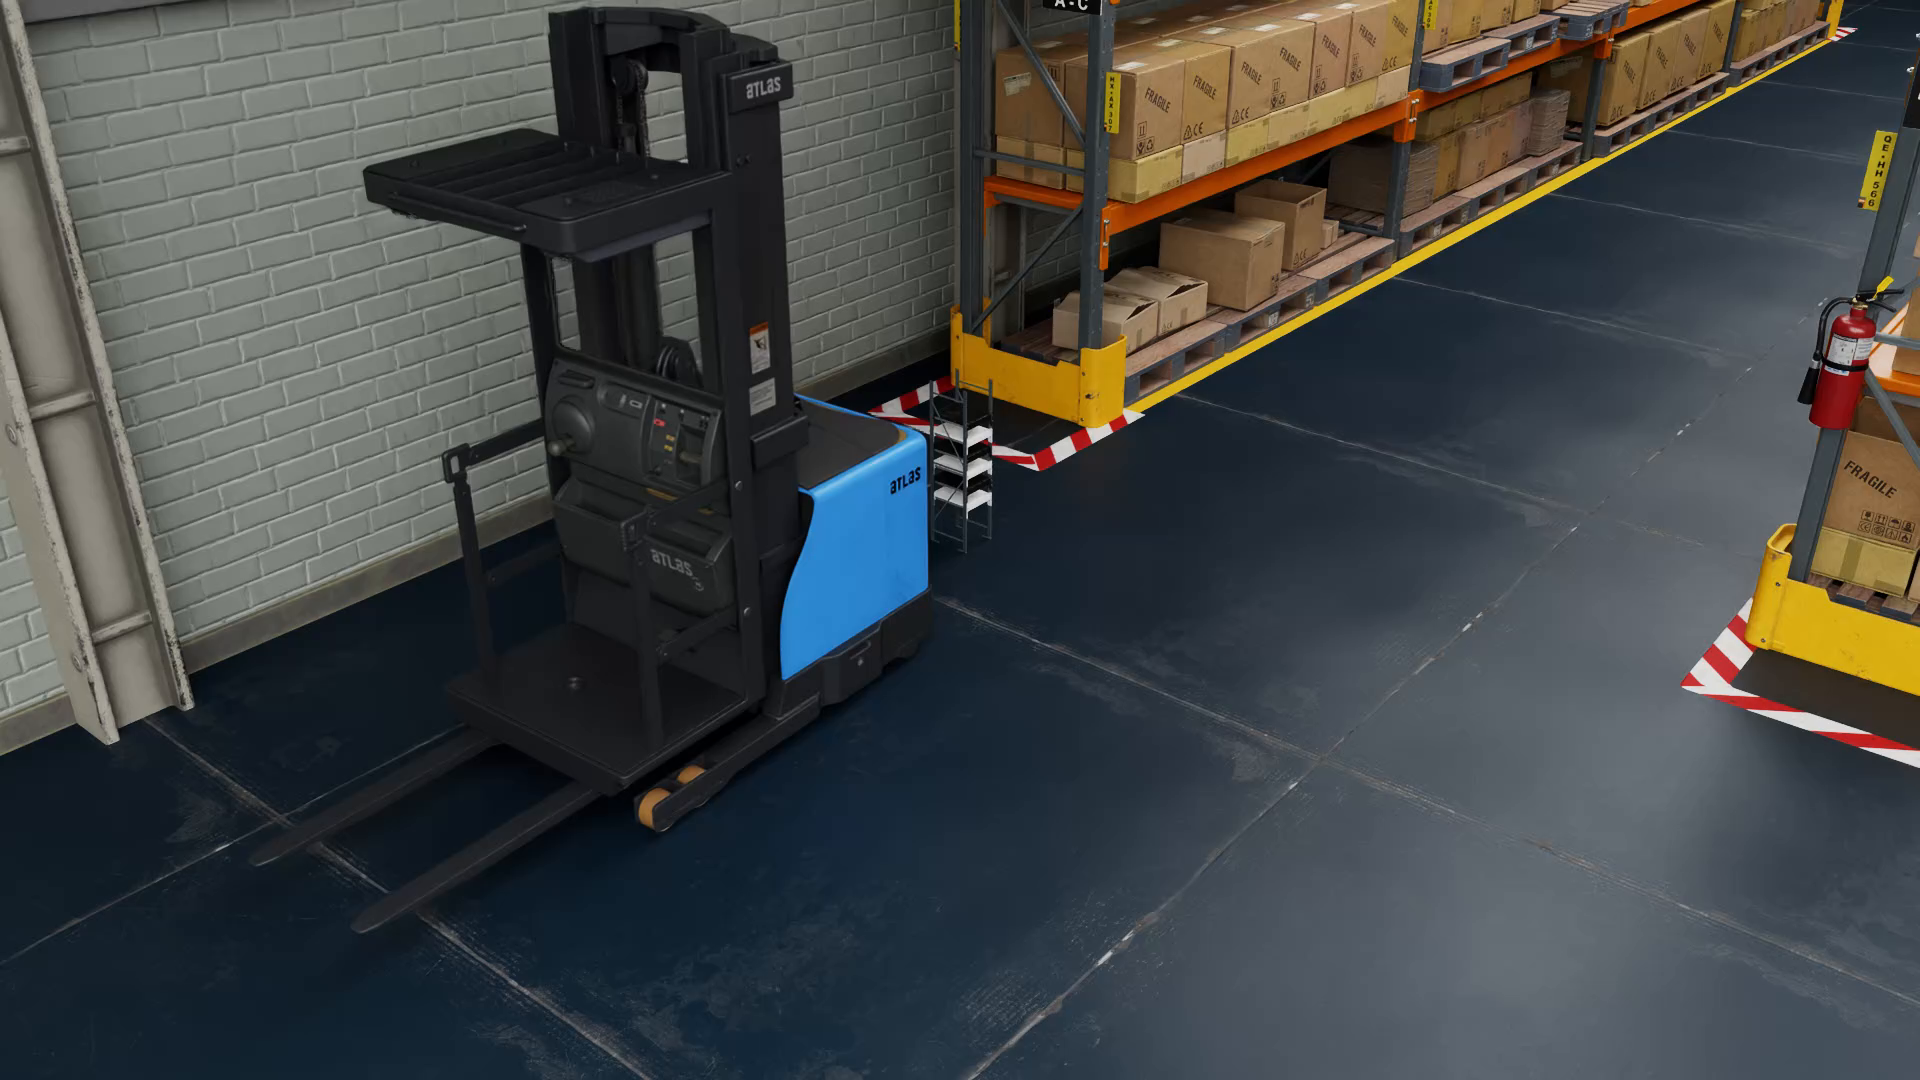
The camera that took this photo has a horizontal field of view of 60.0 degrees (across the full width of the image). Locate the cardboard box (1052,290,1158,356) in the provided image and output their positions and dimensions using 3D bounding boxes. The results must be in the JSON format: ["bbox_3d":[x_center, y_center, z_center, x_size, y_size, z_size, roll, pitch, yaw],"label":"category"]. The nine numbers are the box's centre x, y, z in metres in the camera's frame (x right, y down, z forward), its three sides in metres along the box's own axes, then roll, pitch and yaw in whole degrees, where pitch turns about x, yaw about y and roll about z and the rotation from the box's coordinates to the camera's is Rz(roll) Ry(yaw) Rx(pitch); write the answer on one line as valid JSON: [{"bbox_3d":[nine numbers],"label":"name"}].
[{"bbox_3d":[0.934,-1.422,10.681,0.500,0.311,0.500,17,32,29],"label":"cardboard box"}]

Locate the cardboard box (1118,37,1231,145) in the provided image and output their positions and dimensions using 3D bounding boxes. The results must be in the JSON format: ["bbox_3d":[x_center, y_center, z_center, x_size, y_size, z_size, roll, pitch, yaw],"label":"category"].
[{"bbox_3d":[1.282,-2.731,10.089,0.500,0.500,0.500,21,34,35],"label":"cardboard box"}]

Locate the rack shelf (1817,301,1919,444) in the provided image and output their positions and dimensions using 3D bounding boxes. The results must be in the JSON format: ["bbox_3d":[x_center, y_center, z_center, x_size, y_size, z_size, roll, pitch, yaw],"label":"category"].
[{"bbox_3d":[5.521,-1.145,8.481,1.077,0.370,4.000,21,34,34],"label":"rack shelf"}]

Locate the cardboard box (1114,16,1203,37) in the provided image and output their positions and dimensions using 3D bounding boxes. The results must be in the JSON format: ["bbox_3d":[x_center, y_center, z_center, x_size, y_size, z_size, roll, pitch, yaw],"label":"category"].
[{"bbox_3d":[1.213,-3.066,10.738,0.500,0.500,0.500,20,33,33],"label":"cardboard box"}]

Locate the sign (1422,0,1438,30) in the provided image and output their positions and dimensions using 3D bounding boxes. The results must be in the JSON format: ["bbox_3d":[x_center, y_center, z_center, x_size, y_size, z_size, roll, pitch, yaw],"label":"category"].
[{"bbox_3d":[3.392,-3.848,11.982,0.100,0.325,0.005,21,34,34],"label":"sign"}]

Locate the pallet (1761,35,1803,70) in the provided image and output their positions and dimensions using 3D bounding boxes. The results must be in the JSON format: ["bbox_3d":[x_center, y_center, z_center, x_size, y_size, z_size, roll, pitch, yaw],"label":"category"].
[{"bbox_3d":[9.377,-5.899,19.923,1.003,0.211,1.213,21,34,34],"label":"pallet"}]

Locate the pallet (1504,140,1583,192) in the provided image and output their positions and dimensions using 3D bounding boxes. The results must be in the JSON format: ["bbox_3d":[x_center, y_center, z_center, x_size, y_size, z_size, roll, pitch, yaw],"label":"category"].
[{"bbox_3d":[5.015,-3.523,15.330,1.003,0.211,1.213,21,34,34],"label":"pallet"}]

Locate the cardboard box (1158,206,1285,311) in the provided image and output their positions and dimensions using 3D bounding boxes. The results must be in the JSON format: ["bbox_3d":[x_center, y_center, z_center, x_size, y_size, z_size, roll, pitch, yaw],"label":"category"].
[{"bbox_3d":[1.802,-1.953,11.503,0.700,0.500,0.500,18,33,31],"label":"cardboard box"}]

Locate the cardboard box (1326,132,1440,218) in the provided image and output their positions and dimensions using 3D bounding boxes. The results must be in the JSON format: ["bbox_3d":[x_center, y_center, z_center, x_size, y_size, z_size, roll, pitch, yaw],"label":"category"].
[{"bbox_3d":[3.424,-2.971,13.469,0.700,0.500,0.500,22,35,36],"label":"cardboard box"}]

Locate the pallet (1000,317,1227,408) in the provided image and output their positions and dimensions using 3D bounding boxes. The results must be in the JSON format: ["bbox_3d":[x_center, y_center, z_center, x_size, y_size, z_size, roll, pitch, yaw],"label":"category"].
[{"bbox_3d":[1.017,-1.268,10.971,1.003,0.211,1.213,21,34,34],"label":"pallet"}]

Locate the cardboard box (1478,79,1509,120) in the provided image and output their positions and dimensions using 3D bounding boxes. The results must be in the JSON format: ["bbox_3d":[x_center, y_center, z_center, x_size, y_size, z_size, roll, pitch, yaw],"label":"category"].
[{"bbox_3d":[4.361,-3.818,14.291,0.500,0.250,0.500,21,34,34],"label":"cardboard box"}]

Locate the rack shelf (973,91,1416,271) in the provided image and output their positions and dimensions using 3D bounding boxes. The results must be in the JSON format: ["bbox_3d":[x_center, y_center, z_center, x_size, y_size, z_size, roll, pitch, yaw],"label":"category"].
[{"bbox_3d":[1.696,-2.591,11.277,1.077,0.370,4.000,21,34,34],"label":"rack shelf"}]

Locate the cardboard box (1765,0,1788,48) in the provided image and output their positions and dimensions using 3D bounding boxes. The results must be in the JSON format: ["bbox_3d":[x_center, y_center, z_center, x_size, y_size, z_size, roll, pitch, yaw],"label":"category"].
[{"bbox_3d":[9.262,-6.126,19.591,0.700,0.500,0.500,22,34,36],"label":"cardboard box"}]

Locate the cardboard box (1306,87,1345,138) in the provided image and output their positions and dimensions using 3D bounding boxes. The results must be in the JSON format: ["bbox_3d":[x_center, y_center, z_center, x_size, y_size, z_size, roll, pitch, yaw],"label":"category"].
[{"bbox_3d":[2.270,-2.948,11.326,0.500,0.250,0.500,21,34,34],"label":"cardboard box"}]

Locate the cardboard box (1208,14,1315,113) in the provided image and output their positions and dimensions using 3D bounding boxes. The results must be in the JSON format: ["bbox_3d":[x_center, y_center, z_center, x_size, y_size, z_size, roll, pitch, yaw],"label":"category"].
[{"bbox_3d":[1.935,-3.098,10.800,0.500,0.500,0.500,22,35,36],"label":"cardboard box"}]

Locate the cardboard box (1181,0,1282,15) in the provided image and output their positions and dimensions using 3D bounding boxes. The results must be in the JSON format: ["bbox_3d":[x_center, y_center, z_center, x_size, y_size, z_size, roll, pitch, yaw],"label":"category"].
[{"bbox_3d":[1.855,-3.432,11.445,0.500,0.500,0.500,22,34,36],"label":"cardboard box"}]

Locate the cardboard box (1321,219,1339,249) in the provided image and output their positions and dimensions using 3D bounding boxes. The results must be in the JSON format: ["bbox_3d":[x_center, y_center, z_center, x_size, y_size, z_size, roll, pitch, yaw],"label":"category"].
[{"bbox_3d":[2.651,-2.358,12.649,0.380,0.166,0.250,16,31,28],"label":"cardboard box"}]

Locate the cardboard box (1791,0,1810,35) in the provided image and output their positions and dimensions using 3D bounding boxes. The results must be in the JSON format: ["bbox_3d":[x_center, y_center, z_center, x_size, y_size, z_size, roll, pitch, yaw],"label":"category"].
[{"bbox_3d":[9.915,-6.496,20.305,0.700,0.500,0.500,21,34,34],"label":"cardboard box"}]

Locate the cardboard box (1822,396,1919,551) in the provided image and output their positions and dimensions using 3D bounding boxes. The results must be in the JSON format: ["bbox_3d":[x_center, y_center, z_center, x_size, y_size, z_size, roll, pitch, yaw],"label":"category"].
[{"bbox_3d":[4.361,-0.330,7.844,0.500,0.500,0.500,21,34,34],"label":"cardboard box"}]

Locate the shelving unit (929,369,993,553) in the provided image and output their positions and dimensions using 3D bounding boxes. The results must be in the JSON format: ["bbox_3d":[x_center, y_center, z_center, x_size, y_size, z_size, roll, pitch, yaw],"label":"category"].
[{"bbox_3d":[0.005,-0.403,8.549,0.258,0.900,0.210,21,34,34],"label":"shelving unit"}]

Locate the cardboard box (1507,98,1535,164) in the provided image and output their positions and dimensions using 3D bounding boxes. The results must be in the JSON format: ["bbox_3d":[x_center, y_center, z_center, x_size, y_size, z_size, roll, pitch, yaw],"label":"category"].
[{"bbox_3d":[4.678,-3.704,14.887,0.700,0.500,0.500,21,34,34],"label":"cardboard box"}]

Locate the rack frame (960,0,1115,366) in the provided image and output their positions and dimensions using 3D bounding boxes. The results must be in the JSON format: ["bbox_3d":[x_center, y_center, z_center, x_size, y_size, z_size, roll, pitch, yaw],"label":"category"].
[{"bbox_3d":[0.424,-2.201,9.741,1.000,3.000,0.127,21,34,34],"label":"rack frame"}]

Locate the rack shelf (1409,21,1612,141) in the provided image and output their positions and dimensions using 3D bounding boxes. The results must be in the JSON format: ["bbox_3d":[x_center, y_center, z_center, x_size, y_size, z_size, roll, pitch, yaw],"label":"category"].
[{"bbox_3d":[4.241,-4.009,14.018,1.077,0.370,4.000,21,34,34],"label":"rack shelf"}]

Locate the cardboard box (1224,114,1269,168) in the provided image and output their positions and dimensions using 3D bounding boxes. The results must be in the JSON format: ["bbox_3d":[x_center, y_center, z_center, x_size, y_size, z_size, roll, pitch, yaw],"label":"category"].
[{"bbox_3d":[1.628,-2.591,10.636,0.500,0.250,0.500,20,34,34],"label":"cardboard box"}]

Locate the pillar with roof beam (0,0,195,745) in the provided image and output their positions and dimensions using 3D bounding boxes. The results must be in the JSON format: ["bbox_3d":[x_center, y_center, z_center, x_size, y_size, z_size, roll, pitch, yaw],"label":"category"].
[{"bbox_3d":[-0.292,-1.982,2.787,9.100,9.000,0.400,21,34,34],"label":"pillar with roof beam"}]

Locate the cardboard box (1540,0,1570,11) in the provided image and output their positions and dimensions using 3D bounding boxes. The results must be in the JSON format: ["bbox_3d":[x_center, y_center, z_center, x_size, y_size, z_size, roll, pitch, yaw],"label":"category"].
[{"bbox_3d":[4.887,-4.902,14.374,0.700,0.500,0.500,17,32,30],"label":"cardboard box"}]

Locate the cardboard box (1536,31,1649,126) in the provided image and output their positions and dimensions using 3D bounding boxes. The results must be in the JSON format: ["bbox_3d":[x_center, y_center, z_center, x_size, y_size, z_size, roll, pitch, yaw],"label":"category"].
[{"bbox_3d":[6.082,-4.492,16.051,0.750,0.750,0.750,20,34,34],"label":"cardboard box"}]

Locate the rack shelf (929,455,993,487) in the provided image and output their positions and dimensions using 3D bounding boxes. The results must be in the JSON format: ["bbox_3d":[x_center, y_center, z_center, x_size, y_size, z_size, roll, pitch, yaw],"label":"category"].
[{"bbox_3d":[0.005,-0.373,8.564,0.258,0.077,0.200,21,34,34],"label":"rack shelf"}]

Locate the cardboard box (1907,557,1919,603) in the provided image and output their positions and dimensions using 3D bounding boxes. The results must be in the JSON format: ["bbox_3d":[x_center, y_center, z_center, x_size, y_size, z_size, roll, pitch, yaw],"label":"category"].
[{"bbox_3d":[4.762,0.155,7.722,0.500,0.250,0.500,21,34,34],"label":"cardboard box"}]

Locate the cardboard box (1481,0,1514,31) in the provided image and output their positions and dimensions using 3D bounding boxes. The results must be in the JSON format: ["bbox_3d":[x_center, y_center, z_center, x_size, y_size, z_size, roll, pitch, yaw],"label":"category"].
[{"bbox_3d":[4.074,-4.469,13.536,0.500,0.500,0.700,-23,35,-37],"label":"cardboard box"}]

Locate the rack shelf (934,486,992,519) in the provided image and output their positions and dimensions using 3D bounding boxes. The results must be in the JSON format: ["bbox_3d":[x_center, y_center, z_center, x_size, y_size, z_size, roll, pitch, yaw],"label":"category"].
[{"bbox_3d":[0.005,-0.213,8.647,0.258,0.077,0.200,21,34,34],"label":"rack shelf"}]

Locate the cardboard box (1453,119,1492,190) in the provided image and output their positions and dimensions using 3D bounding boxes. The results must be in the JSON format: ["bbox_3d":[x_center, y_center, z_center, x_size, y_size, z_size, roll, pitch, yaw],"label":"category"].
[{"bbox_3d":[4.070,-3.338,14.179,0.700,0.500,0.500,21,34,35],"label":"cardboard box"}]

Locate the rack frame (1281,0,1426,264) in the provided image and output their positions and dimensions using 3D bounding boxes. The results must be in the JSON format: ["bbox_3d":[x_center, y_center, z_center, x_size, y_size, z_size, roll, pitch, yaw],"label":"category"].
[{"bbox_3d":[2.969,-3.620,12.482,1.000,3.000,0.127,21,34,34],"label":"rack frame"}]

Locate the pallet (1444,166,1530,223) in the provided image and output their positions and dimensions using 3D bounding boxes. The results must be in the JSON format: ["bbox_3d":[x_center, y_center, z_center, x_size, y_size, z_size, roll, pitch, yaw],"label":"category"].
[{"bbox_3d":[4.238,-3.092,14.497,1.003,0.211,1.213,21,34,34],"label":"pallet"}]

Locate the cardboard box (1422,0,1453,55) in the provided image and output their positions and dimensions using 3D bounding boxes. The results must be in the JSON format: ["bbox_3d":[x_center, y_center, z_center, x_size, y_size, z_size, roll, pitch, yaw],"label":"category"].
[{"bbox_3d":[3.319,-4.030,12.688,0.700,0.500,0.500,21,34,35],"label":"cardboard box"}]

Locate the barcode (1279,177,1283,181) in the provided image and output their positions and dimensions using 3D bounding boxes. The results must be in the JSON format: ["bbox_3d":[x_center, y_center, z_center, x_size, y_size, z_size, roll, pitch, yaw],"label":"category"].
[{"bbox_3d":[2.440,-2.726,12.648,0.001,0.075,0.075,21,34,34],"label":"barcode"}]

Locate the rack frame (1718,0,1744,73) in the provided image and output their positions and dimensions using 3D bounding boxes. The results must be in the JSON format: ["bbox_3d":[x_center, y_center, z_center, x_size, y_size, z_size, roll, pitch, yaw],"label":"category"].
[{"bbox_3d":[8.057,-6.456,17.965,1.000,3.000,0.127,21,34,34],"label":"rack frame"}]

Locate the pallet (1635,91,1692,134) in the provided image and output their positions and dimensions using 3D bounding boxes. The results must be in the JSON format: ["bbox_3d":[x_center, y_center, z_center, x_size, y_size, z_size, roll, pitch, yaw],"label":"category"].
[{"bbox_3d":[6.849,-4.487,17.195,1.003,0.211,1.213,21,34,34],"label":"pallet"}]

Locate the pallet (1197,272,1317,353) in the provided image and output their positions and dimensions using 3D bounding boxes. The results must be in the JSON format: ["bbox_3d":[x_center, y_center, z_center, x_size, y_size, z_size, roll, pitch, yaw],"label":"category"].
[{"bbox_3d":[1.793,-1.698,11.803,1.003,0.211,1.213,21,34,34],"label":"pallet"}]

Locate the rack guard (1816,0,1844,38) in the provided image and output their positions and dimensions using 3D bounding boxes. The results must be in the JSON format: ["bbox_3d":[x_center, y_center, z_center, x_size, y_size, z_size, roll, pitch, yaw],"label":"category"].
[{"bbox_3d":[10.617,-6.773,21.297,1.175,0.500,0.348,21,34,34],"label":"rack guard"}]

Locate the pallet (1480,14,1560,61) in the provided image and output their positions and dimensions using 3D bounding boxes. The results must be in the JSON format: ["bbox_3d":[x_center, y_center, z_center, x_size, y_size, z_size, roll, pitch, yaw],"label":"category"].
[{"bbox_3d":[4.285,-4.239,13.888,1.003,0.211,1.213,21,34,34],"label":"pallet"}]

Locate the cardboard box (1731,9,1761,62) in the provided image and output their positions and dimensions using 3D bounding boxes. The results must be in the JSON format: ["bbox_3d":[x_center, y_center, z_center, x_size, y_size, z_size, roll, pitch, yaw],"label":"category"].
[{"bbox_3d":[8.612,-5.768,18.898,0.700,0.500,0.500,21,34,35],"label":"cardboard box"}]

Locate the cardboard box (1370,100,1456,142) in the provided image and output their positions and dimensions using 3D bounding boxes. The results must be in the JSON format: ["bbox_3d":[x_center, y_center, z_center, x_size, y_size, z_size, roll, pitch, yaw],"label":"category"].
[{"bbox_3d":[3.701,-3.461,13.601,0.500,0.250,0.500,20,33,33],"label":"cardboard box"}]

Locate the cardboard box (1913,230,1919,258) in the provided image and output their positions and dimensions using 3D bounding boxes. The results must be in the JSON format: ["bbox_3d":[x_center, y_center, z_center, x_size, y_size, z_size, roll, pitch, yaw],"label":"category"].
[{"bbox_3d":[4.345,-1.279,7.142,0.380,0.149,0.250,20,33,34],"label":"cardboard box"}]

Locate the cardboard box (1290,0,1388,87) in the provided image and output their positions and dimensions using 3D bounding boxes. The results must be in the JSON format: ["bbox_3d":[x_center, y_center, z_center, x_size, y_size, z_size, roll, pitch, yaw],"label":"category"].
[{"bbox_3d":[2.593,-3.458,11.496,0.500,0.500,0.500,21,34,34],"label":"cardboard box"}]

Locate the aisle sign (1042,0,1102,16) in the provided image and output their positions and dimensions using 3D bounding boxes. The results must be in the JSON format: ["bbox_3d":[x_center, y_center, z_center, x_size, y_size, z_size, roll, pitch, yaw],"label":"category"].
[{"bbox_3d":[0.610,-3.243,8.925,0.394,0.787,0.004,21,34,34],"label":"aisle sign"}]

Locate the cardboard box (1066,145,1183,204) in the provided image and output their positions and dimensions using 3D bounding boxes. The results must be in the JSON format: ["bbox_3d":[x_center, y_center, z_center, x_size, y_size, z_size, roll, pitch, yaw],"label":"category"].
[{"bbox_3d":[0.980,-2.224,9.926,0.500,0.250,0.500,20,33,33],"label":"cardboard box"}]

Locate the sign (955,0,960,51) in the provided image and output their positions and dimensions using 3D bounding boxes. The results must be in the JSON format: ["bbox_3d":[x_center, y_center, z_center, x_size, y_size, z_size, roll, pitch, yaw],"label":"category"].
[{"bbox_3d":[0.009,-3.025,9.730,0.100,0.325,0.005,21,34,34],"label":"sign"}]

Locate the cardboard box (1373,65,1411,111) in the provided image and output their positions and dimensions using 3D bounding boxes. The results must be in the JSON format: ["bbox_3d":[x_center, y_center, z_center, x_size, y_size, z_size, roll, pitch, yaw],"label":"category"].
[{"bbox_3d":[2.901,-3.305,12.016,0.500,0.250,0.500,21,34,35],"label":"cardboard box"}]

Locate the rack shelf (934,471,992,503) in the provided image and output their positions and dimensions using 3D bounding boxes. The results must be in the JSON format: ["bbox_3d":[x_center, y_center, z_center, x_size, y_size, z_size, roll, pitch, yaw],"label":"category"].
[{"bbox_3d":[0.005,-0.293,8.605,0.258,0.077,0.200,21,34,34],"label":"rack shelf"}]

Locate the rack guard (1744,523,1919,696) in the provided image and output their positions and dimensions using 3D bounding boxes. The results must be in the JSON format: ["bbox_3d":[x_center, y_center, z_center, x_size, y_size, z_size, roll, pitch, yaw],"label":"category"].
[{"bbox_3d":[4.234,0.364,7.503,1.175,0.500,0.348,21,34,34],"label":"rack guard"}]

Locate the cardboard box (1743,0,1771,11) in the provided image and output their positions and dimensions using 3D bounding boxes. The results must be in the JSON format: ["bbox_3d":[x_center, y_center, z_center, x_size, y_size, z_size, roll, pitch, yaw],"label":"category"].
[{"bbox_3d":[8.971,-6.124,18.880,0.380,0.149,0.250,22,35,36],"label":"cardboard box"}]

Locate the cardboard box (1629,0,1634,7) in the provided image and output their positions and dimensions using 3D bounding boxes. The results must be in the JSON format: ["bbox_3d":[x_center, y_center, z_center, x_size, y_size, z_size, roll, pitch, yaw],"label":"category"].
[{"bbox_3d":[6.068,-5.071,15.539,0.380,0.149,0.250,21,34,35],"label":"cardboard box"}]

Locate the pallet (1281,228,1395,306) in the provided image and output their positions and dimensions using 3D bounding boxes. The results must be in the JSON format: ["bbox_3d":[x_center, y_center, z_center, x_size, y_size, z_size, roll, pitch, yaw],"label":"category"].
[{"bbox_3d":[2.569,-2.133,12.643,1.003,0.211,1.213,21,34,34],"label":"pallet"}]

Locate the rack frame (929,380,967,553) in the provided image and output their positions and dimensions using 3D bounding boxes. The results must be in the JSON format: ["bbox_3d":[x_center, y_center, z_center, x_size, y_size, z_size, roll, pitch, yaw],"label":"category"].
[{"bbox_3d":[-0.059,-0.367,8.479,0.240,0.900,0.006,21,34,34],"label":"rack frame"}]

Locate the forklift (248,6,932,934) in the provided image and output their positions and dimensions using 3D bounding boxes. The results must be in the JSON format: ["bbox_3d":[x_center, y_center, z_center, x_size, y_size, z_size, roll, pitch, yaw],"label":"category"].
[{"bbox_3d":[-1.412,-0.412,6.356,1.130,2.935,3.031,19,33,32],"label":"forklift"}]

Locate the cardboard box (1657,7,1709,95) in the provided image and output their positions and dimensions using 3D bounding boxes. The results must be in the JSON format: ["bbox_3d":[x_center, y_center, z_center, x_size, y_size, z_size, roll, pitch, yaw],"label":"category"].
[{"bbox_3d":[7.181,-5.103,17.233,0.750,0.750,0.750,22,35,36],"label":"cardboard box"}]

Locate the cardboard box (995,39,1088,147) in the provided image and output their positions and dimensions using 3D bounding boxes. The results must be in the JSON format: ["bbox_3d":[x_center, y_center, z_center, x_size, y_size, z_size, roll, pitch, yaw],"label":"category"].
[{"bbox_3d":[0.560,-2.706,10.042,0.500,0.500,0.500,20,34,34],"label":"cardboard box"}]
